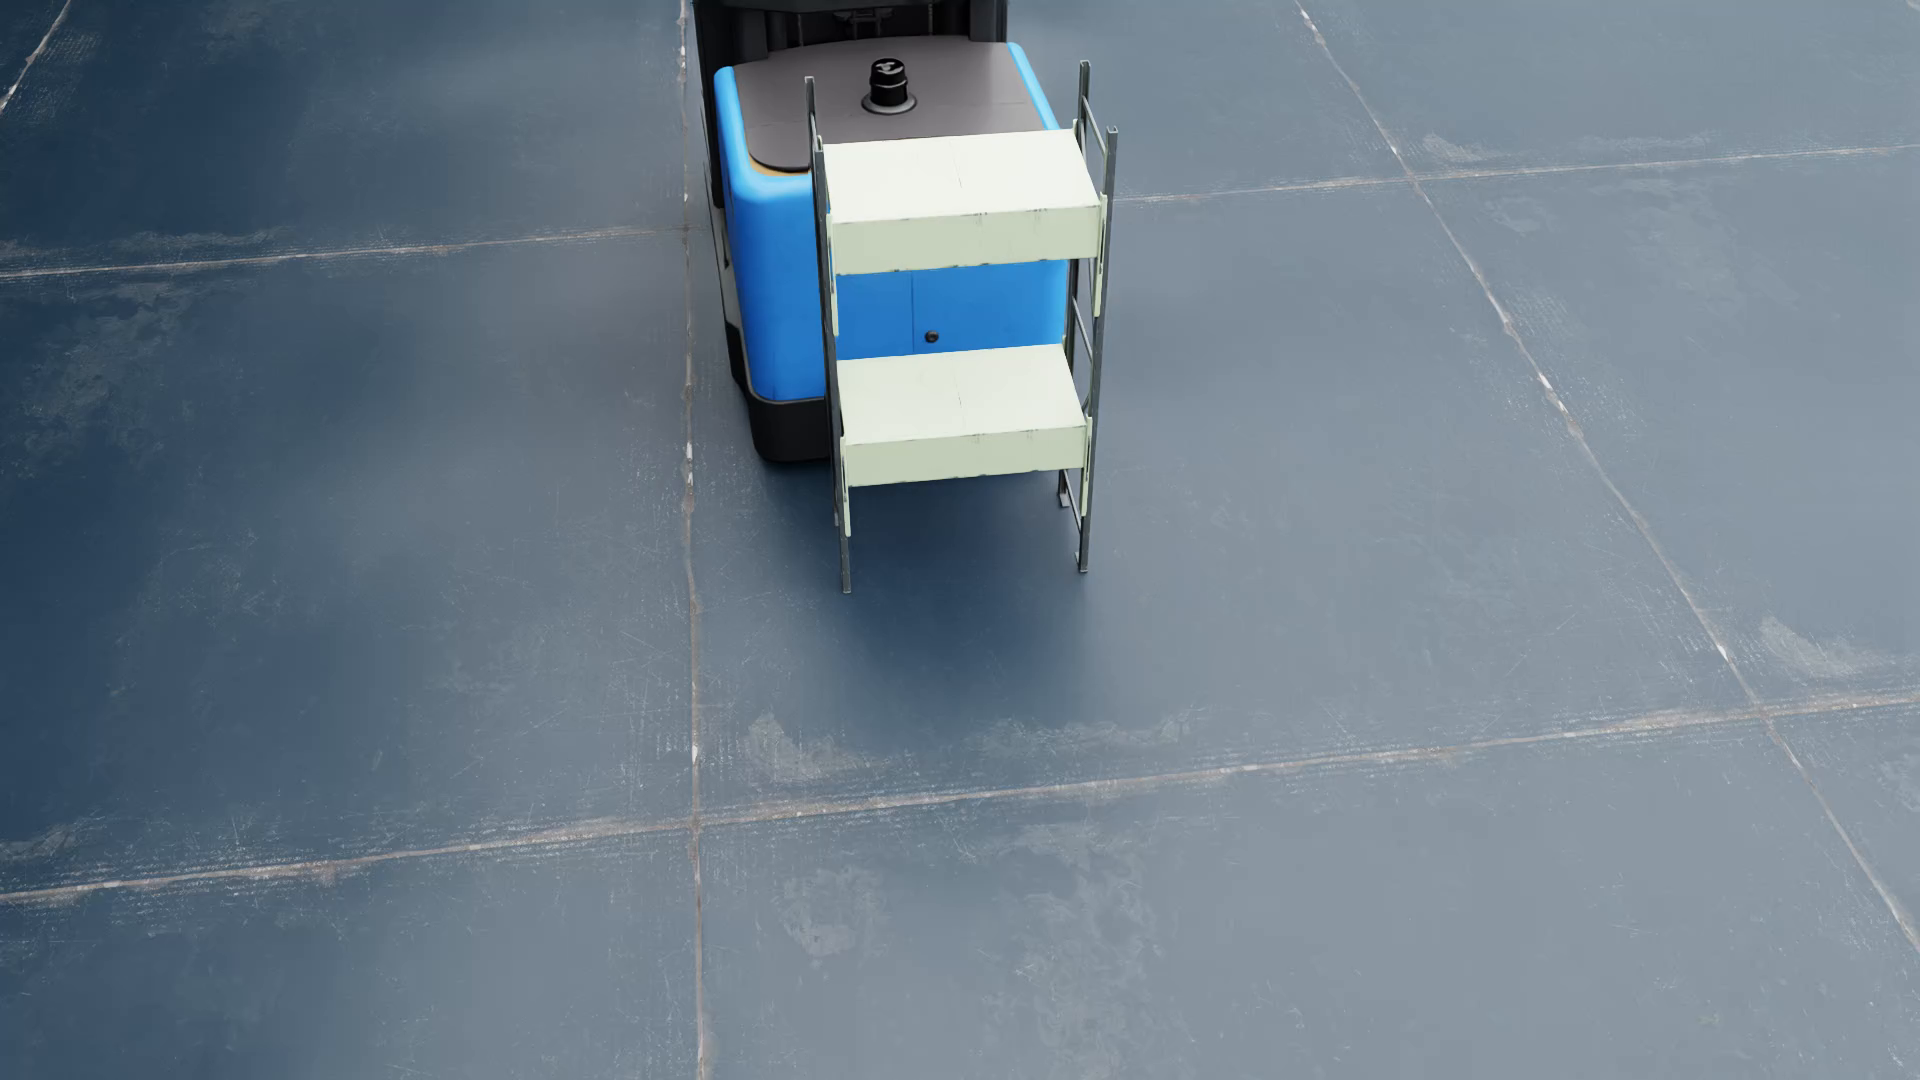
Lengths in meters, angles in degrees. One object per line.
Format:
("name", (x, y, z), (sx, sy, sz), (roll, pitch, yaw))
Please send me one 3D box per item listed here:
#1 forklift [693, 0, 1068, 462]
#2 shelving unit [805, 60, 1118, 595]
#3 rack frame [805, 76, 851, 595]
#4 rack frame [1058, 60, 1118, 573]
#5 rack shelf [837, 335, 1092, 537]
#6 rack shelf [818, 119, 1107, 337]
("forklift", (-0.423, -2.339, 5.655), (1.130, 2.935, 3.031), (-7, 43, -8))
("shelving unit", (-0.007, -0.556, 4.747), (0.755, 1.500, 0.431), (-5, 42, -6))
("rack frame", (-0.370, -0.525, 4.712), (0.023, 1.500, 0.400), (-5, 42, -6))
("rack frame", (0.356, -0.588, 4.782), (0.023, 1.500, 0.400), (-5, 42, -6))
("rack shelf", (-0.007, -0.314, 4.965), (0.720, 0.370, 0.431), (-5, 42, -6))
("rack shelf", (-0.007, -0.846, 4.486), (0.720, 0.370, 0.431), (-5, 42, -6))
